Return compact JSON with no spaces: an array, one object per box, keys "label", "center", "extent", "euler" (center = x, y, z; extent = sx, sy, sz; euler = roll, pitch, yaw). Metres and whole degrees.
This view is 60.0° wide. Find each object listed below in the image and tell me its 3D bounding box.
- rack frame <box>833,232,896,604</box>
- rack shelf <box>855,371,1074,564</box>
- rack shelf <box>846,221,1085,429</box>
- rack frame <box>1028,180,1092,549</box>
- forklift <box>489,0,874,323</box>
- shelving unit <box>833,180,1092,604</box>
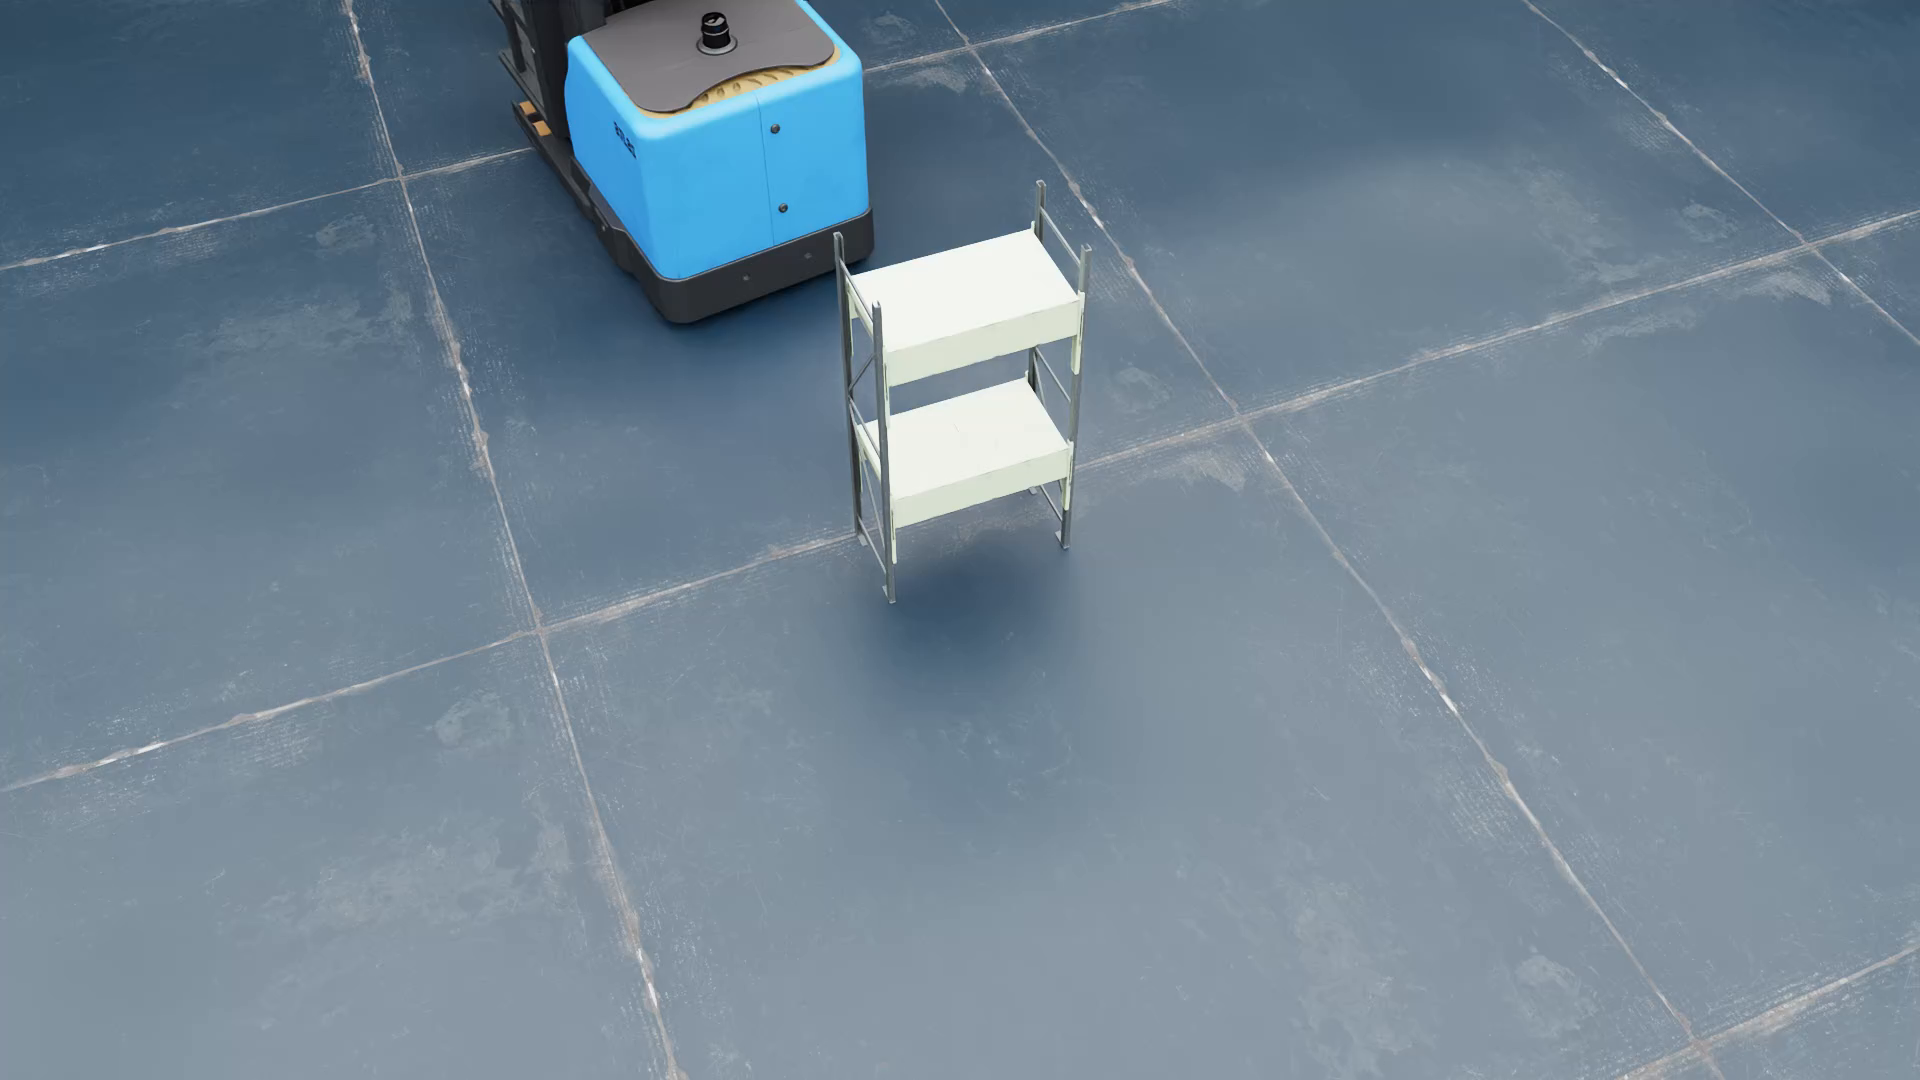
[{"label":"rack frame","center":[-0.333,-0.386,5.933],"extent":[0.023,1.500,0.400],"euler":[-17,52,-14]},{"label":"rack shelf","center":[0.006,-0.278,6.271],"extent":[0.720,0.370,0.431],"euler":[-17,52,-14]},{"label":"rack shelf","center":[0.006,-0.745,5.727],"extent":[0.720,0.370,0.431],"euler":[-17,52,-14]},{"label":"rack frame","center":[0.345,-0.596,6.114],"extent":[0.023,1.500,0.400],"euler":[-17,52,-14]},{"label":"forklift","center":[-1.572,-3.023,7.255],"extent":[1.130,2.935,3.031],"euler":[-24,53,-19]},{"label":"shelving unit","center":[0.006,-0.491,6.023],"extent":[0.755,1.500,0.431],"euler":[-17,52,-14]}]
